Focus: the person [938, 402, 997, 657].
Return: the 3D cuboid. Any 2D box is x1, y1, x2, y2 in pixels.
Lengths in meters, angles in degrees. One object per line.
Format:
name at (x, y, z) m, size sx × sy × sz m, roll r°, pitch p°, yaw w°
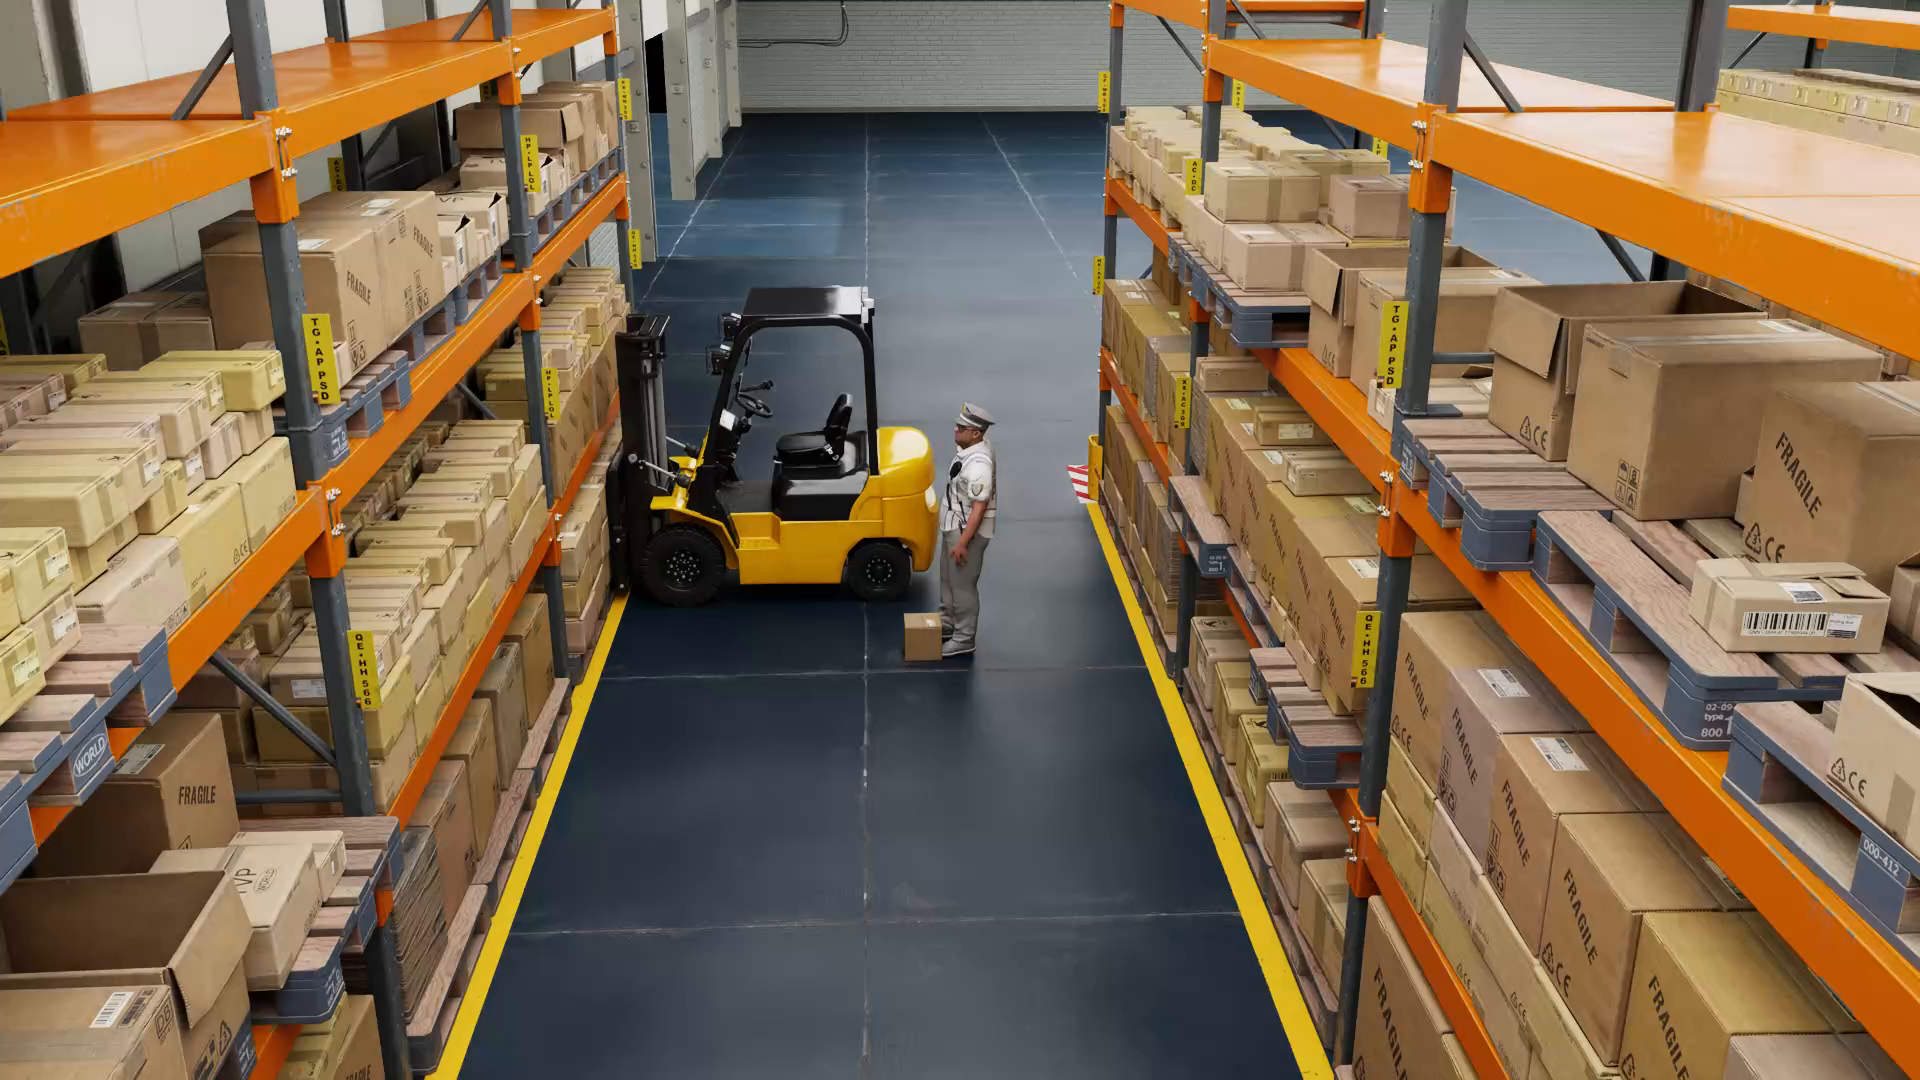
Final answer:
person at (-0.043, -0.075, 11.202) m, size 0.575 × 1.781 × 0.640 m, roll -1°, pitch 20°, yaw -3°
